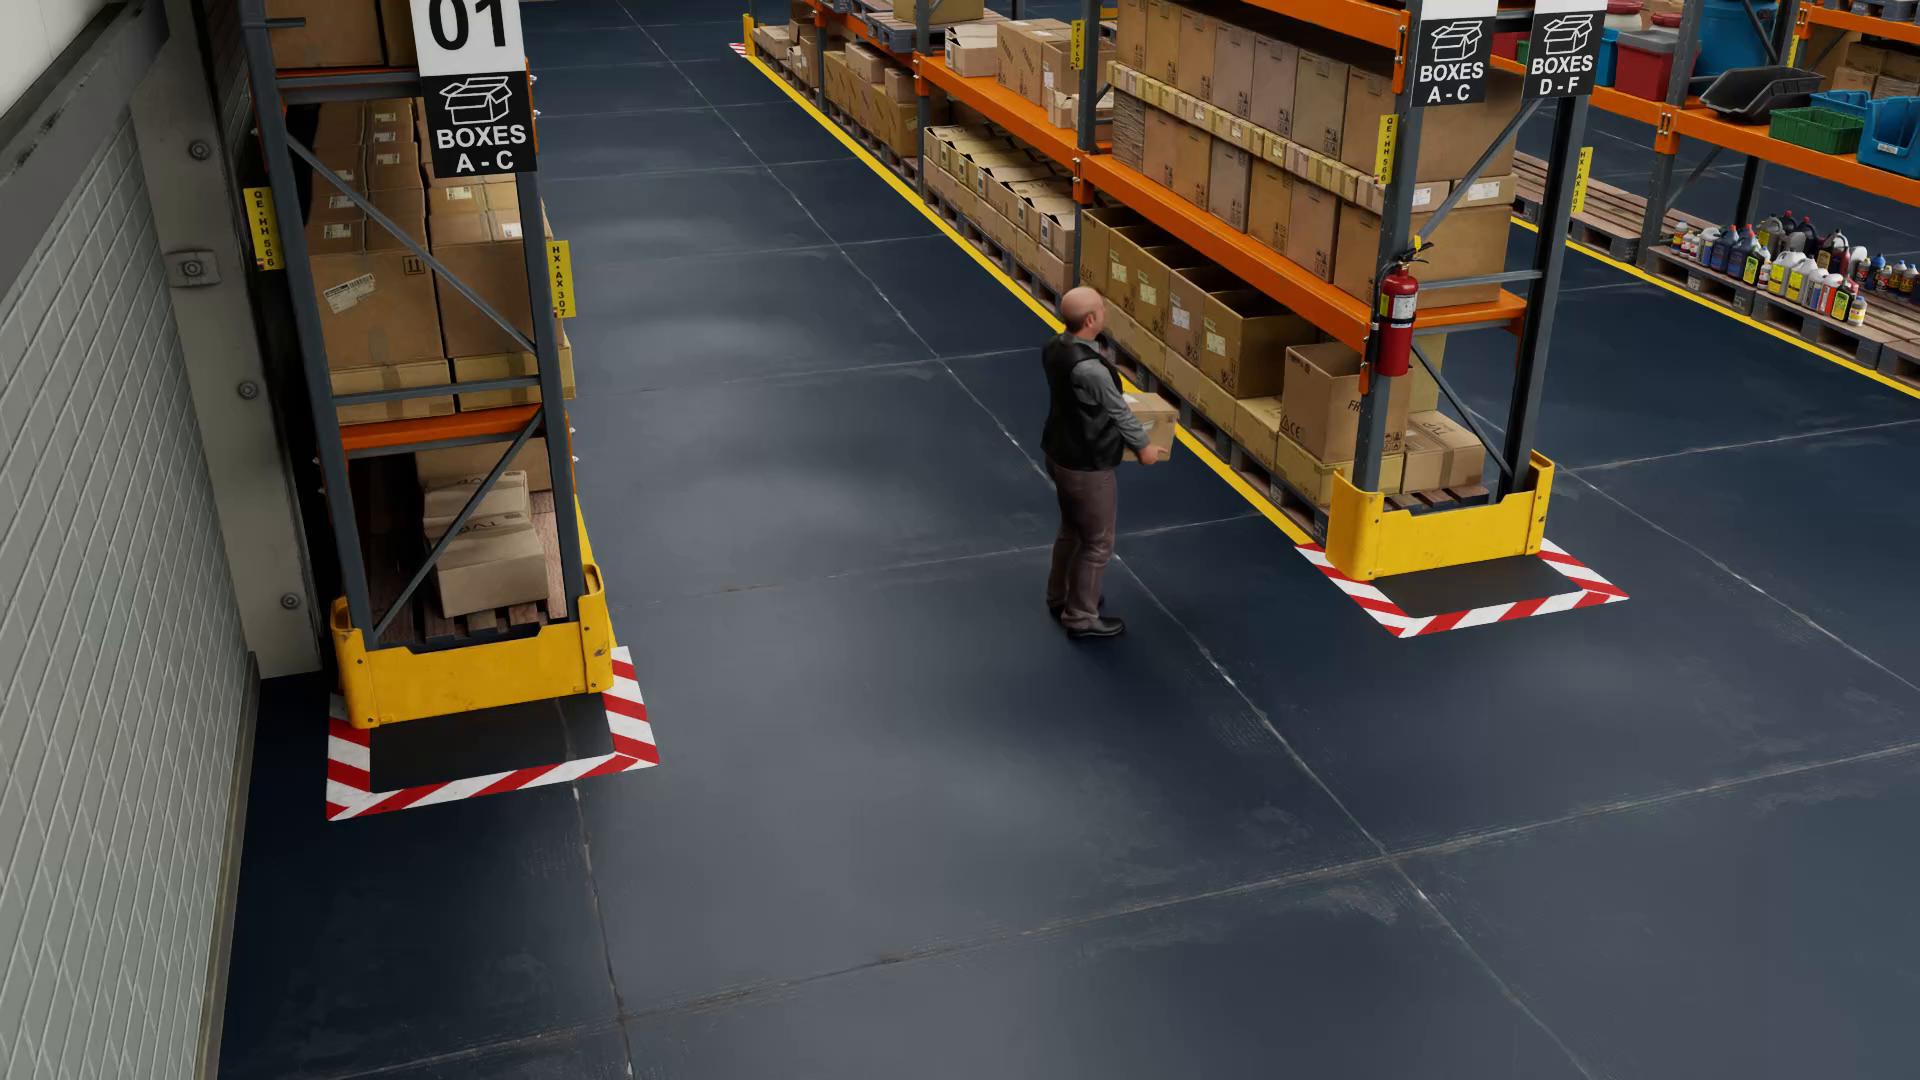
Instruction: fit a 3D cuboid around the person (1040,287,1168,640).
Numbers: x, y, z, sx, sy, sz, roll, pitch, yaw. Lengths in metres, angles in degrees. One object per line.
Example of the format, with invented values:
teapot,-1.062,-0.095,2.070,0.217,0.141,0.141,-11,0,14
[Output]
person,0.672,-0.385,7.931,0.555,1.718,0.495,-8,27,-16
